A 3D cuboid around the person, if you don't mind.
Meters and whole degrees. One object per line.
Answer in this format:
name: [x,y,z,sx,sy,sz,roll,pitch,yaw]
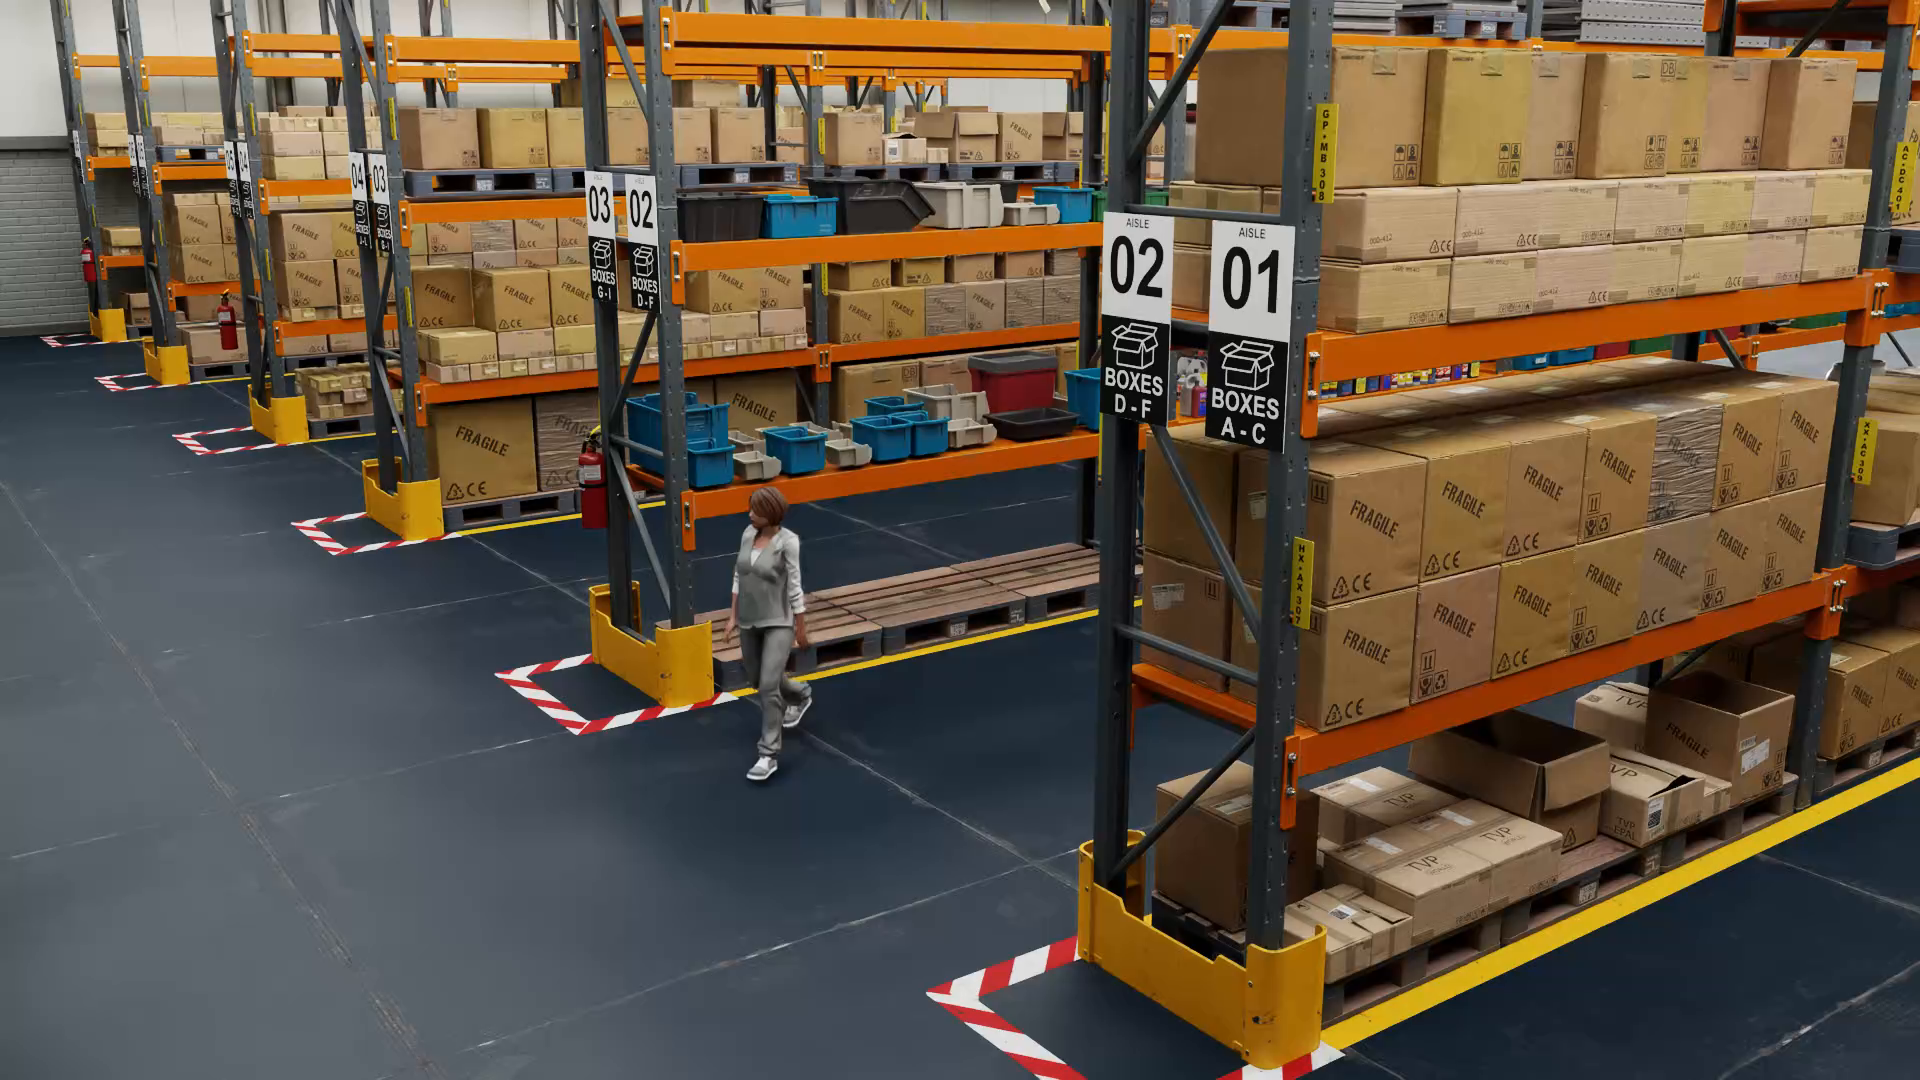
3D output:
person: [-1.064,0.458,9.275,0.446,1.551,0.871,8,17,28]
